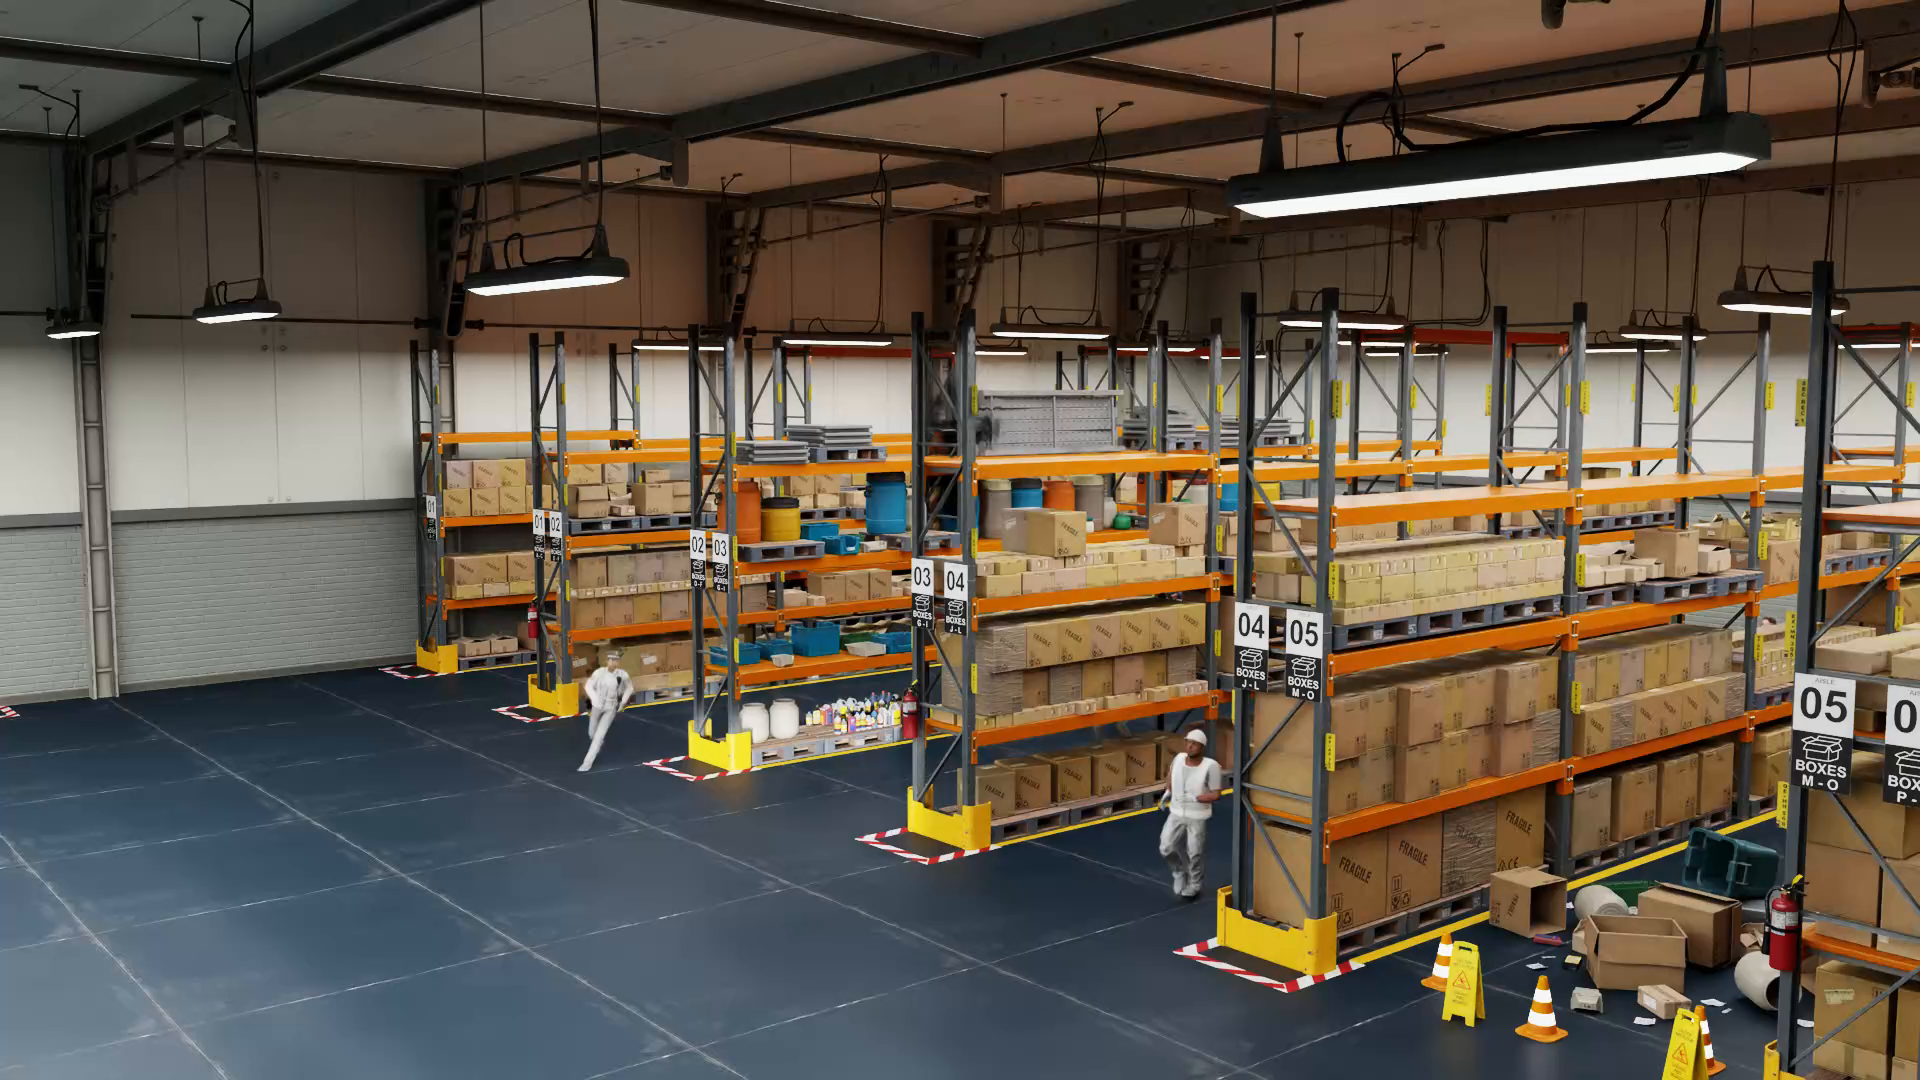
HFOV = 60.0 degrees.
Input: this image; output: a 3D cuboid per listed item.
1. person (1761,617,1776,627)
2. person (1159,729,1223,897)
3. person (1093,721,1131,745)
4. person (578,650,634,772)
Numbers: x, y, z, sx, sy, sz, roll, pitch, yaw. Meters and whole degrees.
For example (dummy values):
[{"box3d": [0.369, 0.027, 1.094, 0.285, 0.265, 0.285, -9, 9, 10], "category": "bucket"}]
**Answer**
[{"box3d": [12.189, 1.980, 25.040, 0.925, 1.667, 0.568, -4, 6, -34], "category": "person"}, {"box3d": [2.288, 2.747, 16.640, 0.679, 1.716, 0.631, 3, 6, 30], "category": "person"}, {"box3d": [2.078, 2.219, 22.790, 0.555, 1.749, 0.710, 5, 7, 43], "category": "person"}, {"box3d": [-4.788, 2.272, 22.611, 0.673, 1.609, 0.868, 0, 5, 0], "category": "person"}]
